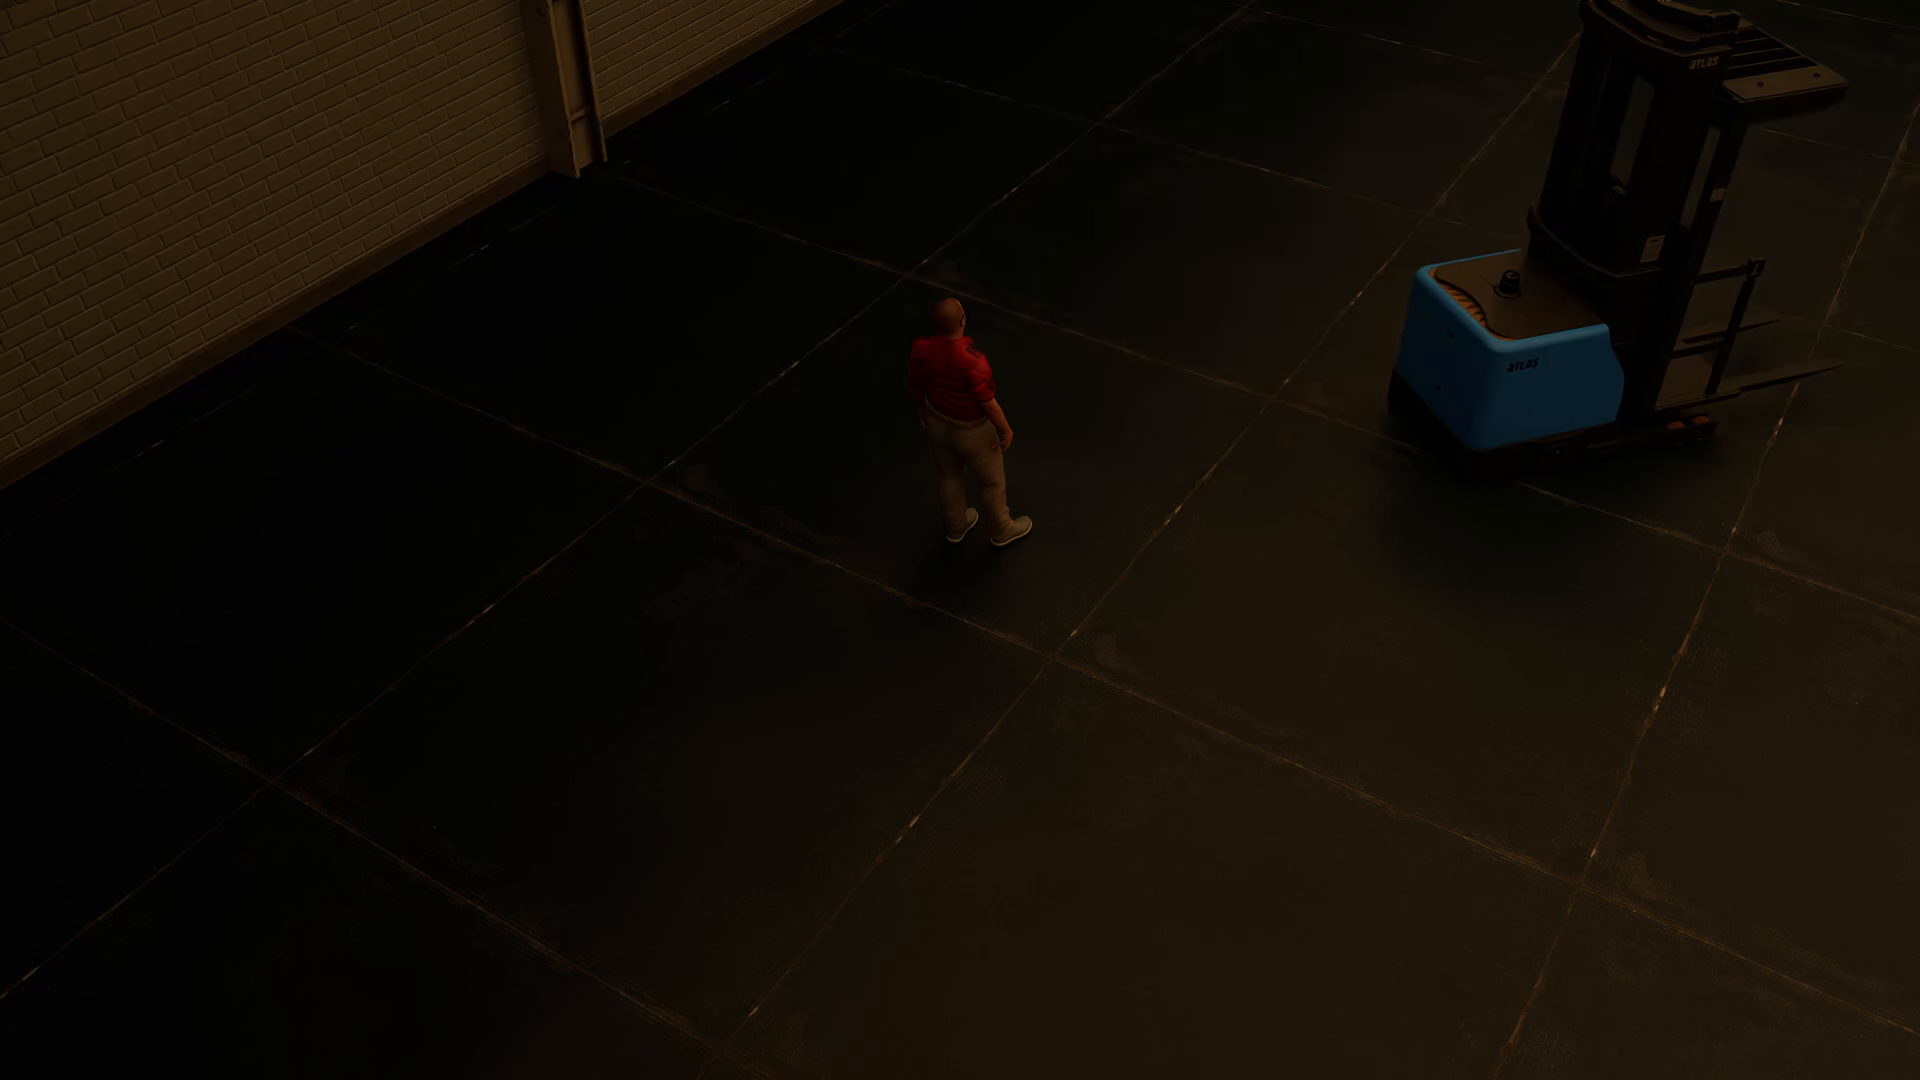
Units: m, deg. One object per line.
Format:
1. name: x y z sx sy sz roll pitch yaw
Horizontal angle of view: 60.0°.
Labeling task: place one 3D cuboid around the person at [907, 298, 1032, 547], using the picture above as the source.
1. person: 0.058 -0.710 9.724 0.642 1.727 0.550 22 45 24

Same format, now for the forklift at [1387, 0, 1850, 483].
1. forklift: 4.468 -2.048 10.384 3.031 2.935 1.130 -12 42 -14
